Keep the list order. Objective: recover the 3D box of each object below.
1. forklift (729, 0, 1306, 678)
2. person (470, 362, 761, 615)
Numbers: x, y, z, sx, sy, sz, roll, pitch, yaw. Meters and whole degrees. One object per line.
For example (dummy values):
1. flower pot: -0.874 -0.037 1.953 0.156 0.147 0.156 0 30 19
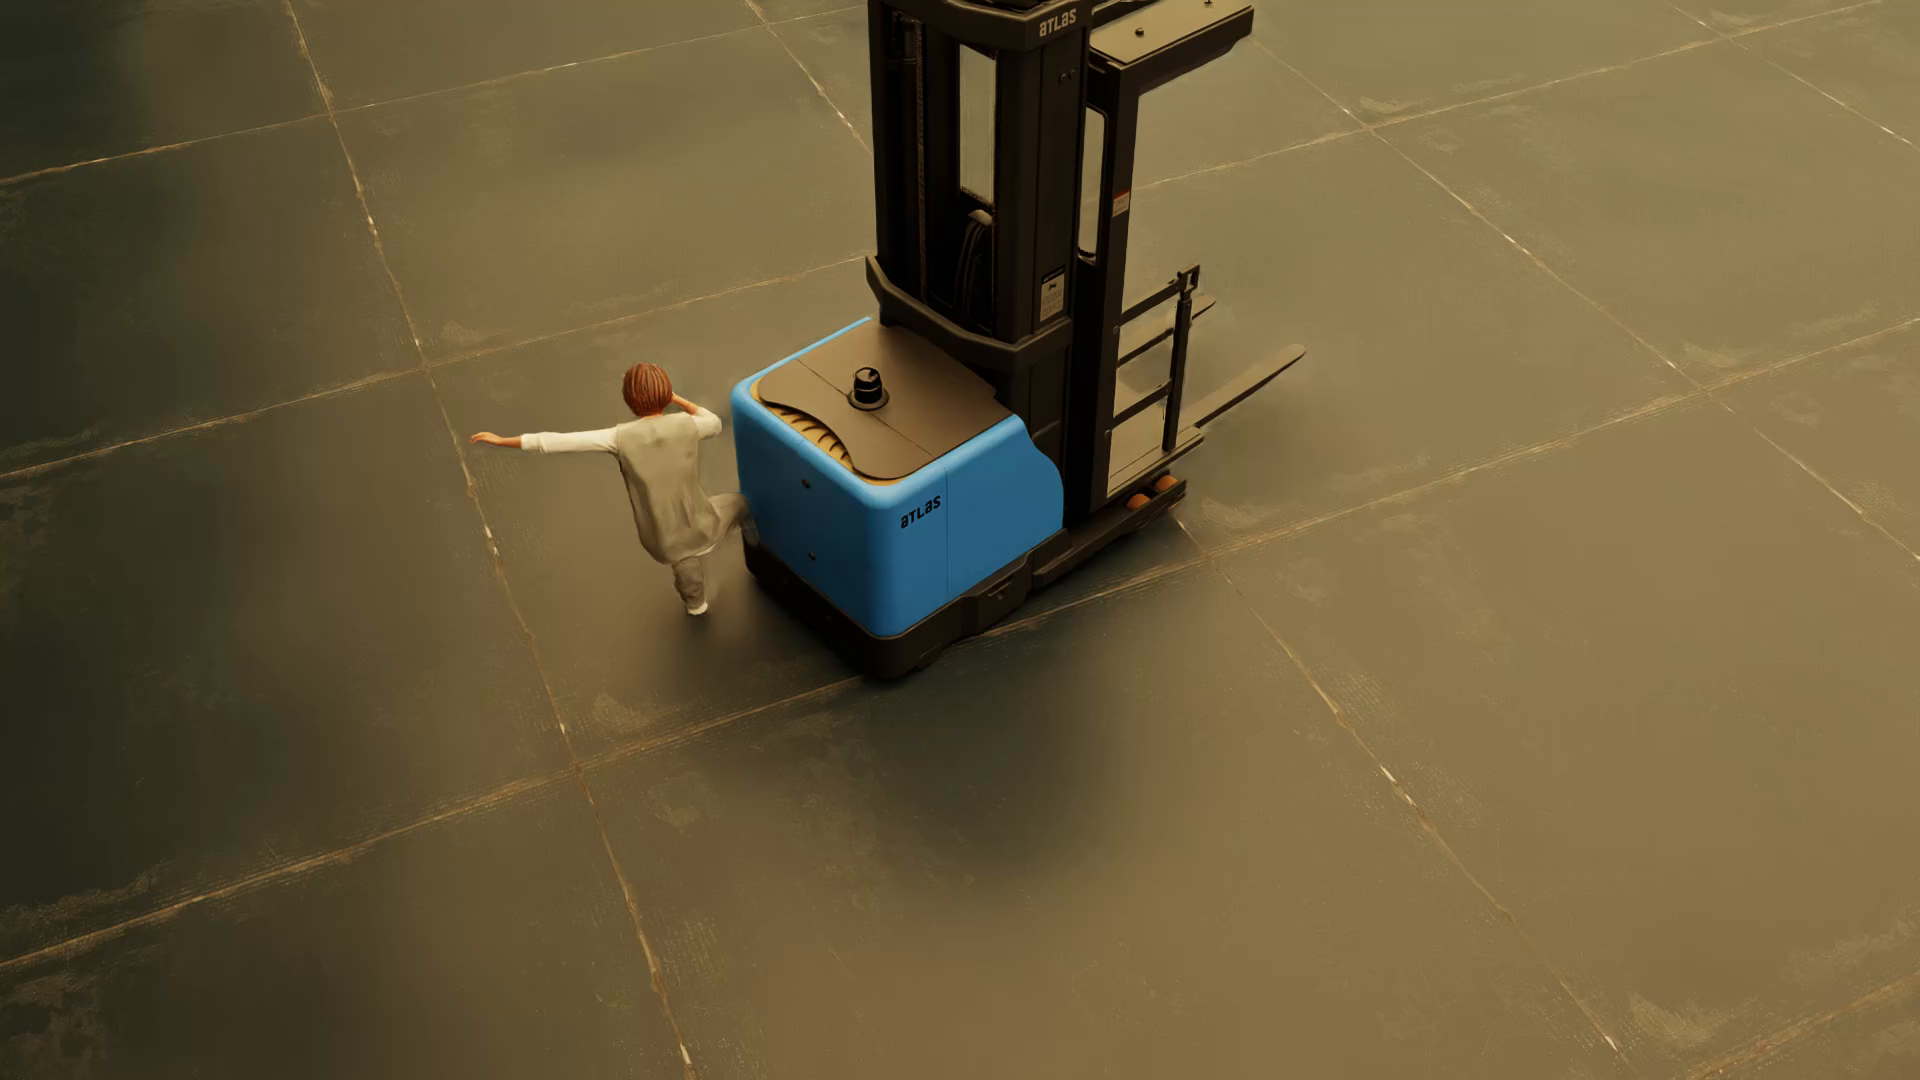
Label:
1. forklift: 0.444 -1.362 7.139 3.031 2.935 1.130 -32 52 -30
2. person: -1.302 -0.194 7.076 1.360 1.316 0.732 -14 45 -14
